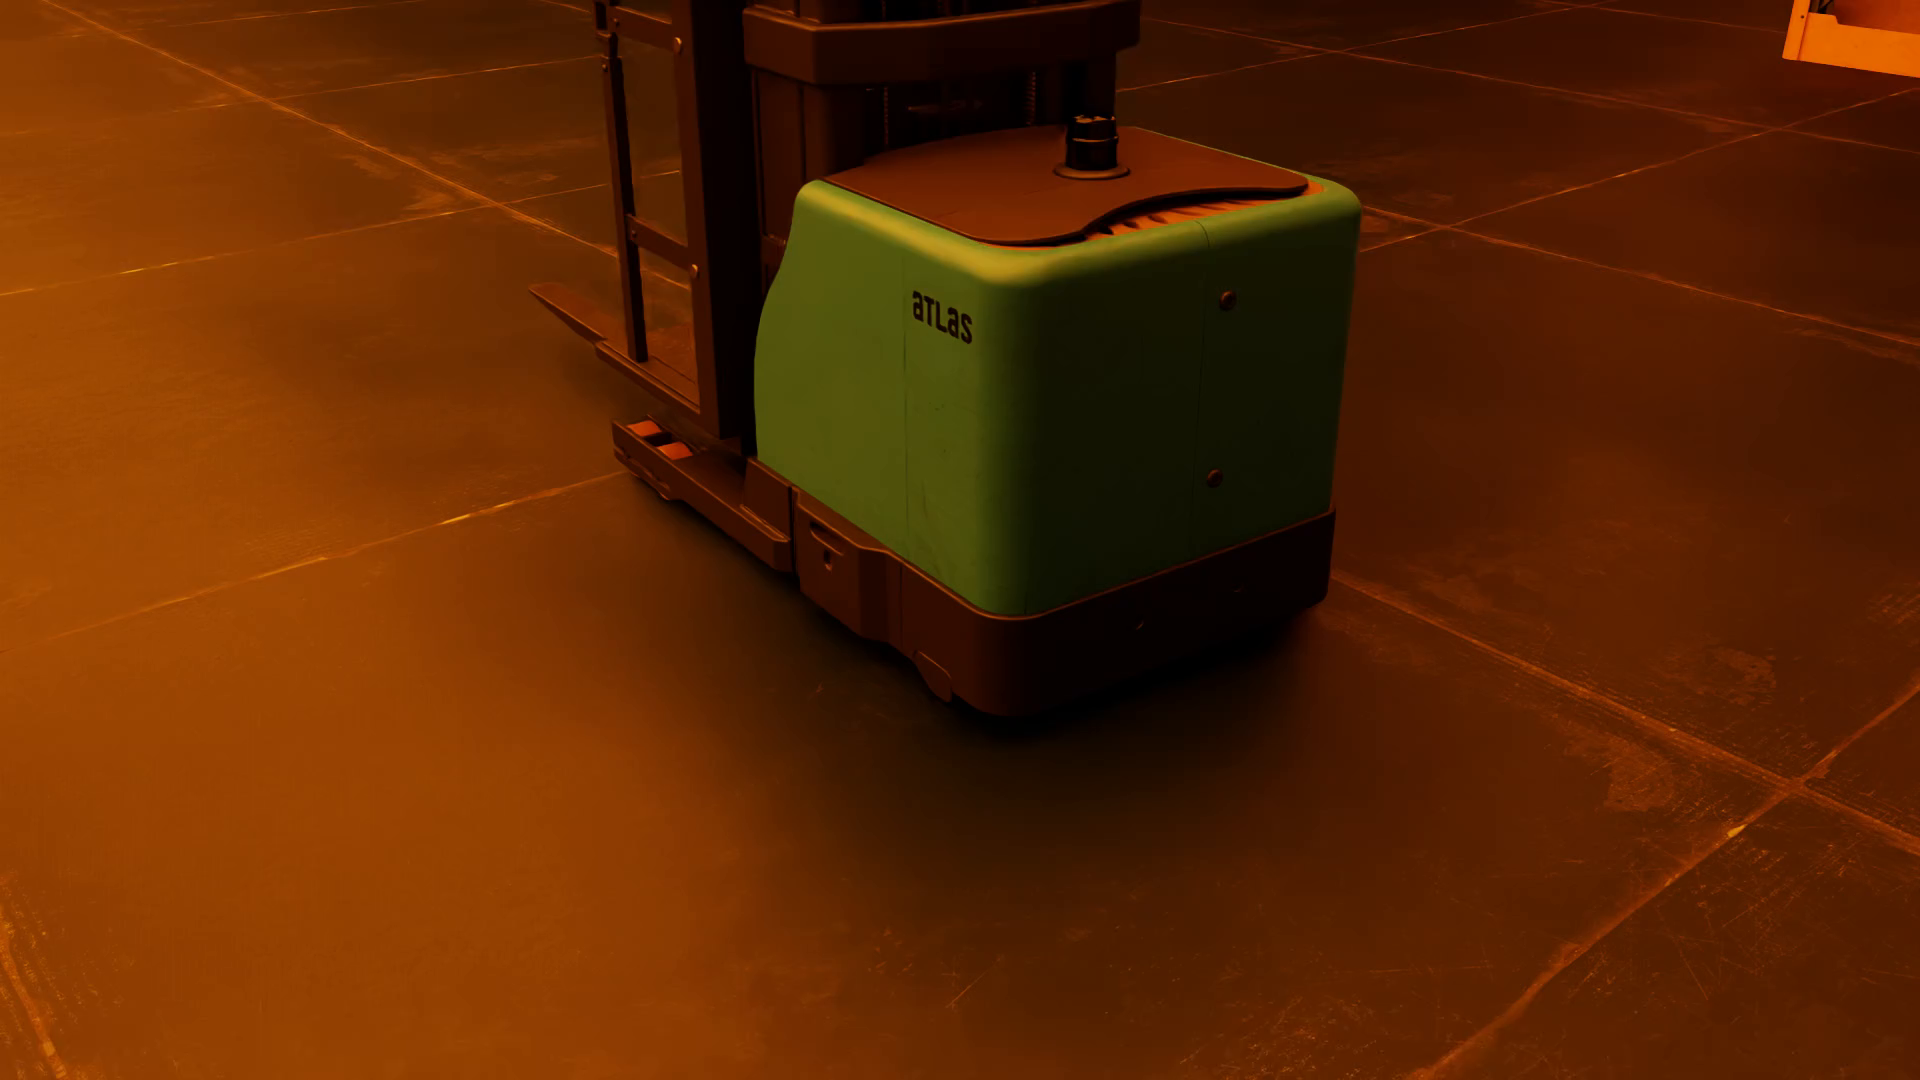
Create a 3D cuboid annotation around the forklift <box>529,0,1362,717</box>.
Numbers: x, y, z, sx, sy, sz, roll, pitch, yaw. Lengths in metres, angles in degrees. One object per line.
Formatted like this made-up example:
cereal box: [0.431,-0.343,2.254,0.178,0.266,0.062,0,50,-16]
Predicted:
forklift: [-0.357,-1.534,4.294,1.130,2.935,3.031,-17,31,-31]
